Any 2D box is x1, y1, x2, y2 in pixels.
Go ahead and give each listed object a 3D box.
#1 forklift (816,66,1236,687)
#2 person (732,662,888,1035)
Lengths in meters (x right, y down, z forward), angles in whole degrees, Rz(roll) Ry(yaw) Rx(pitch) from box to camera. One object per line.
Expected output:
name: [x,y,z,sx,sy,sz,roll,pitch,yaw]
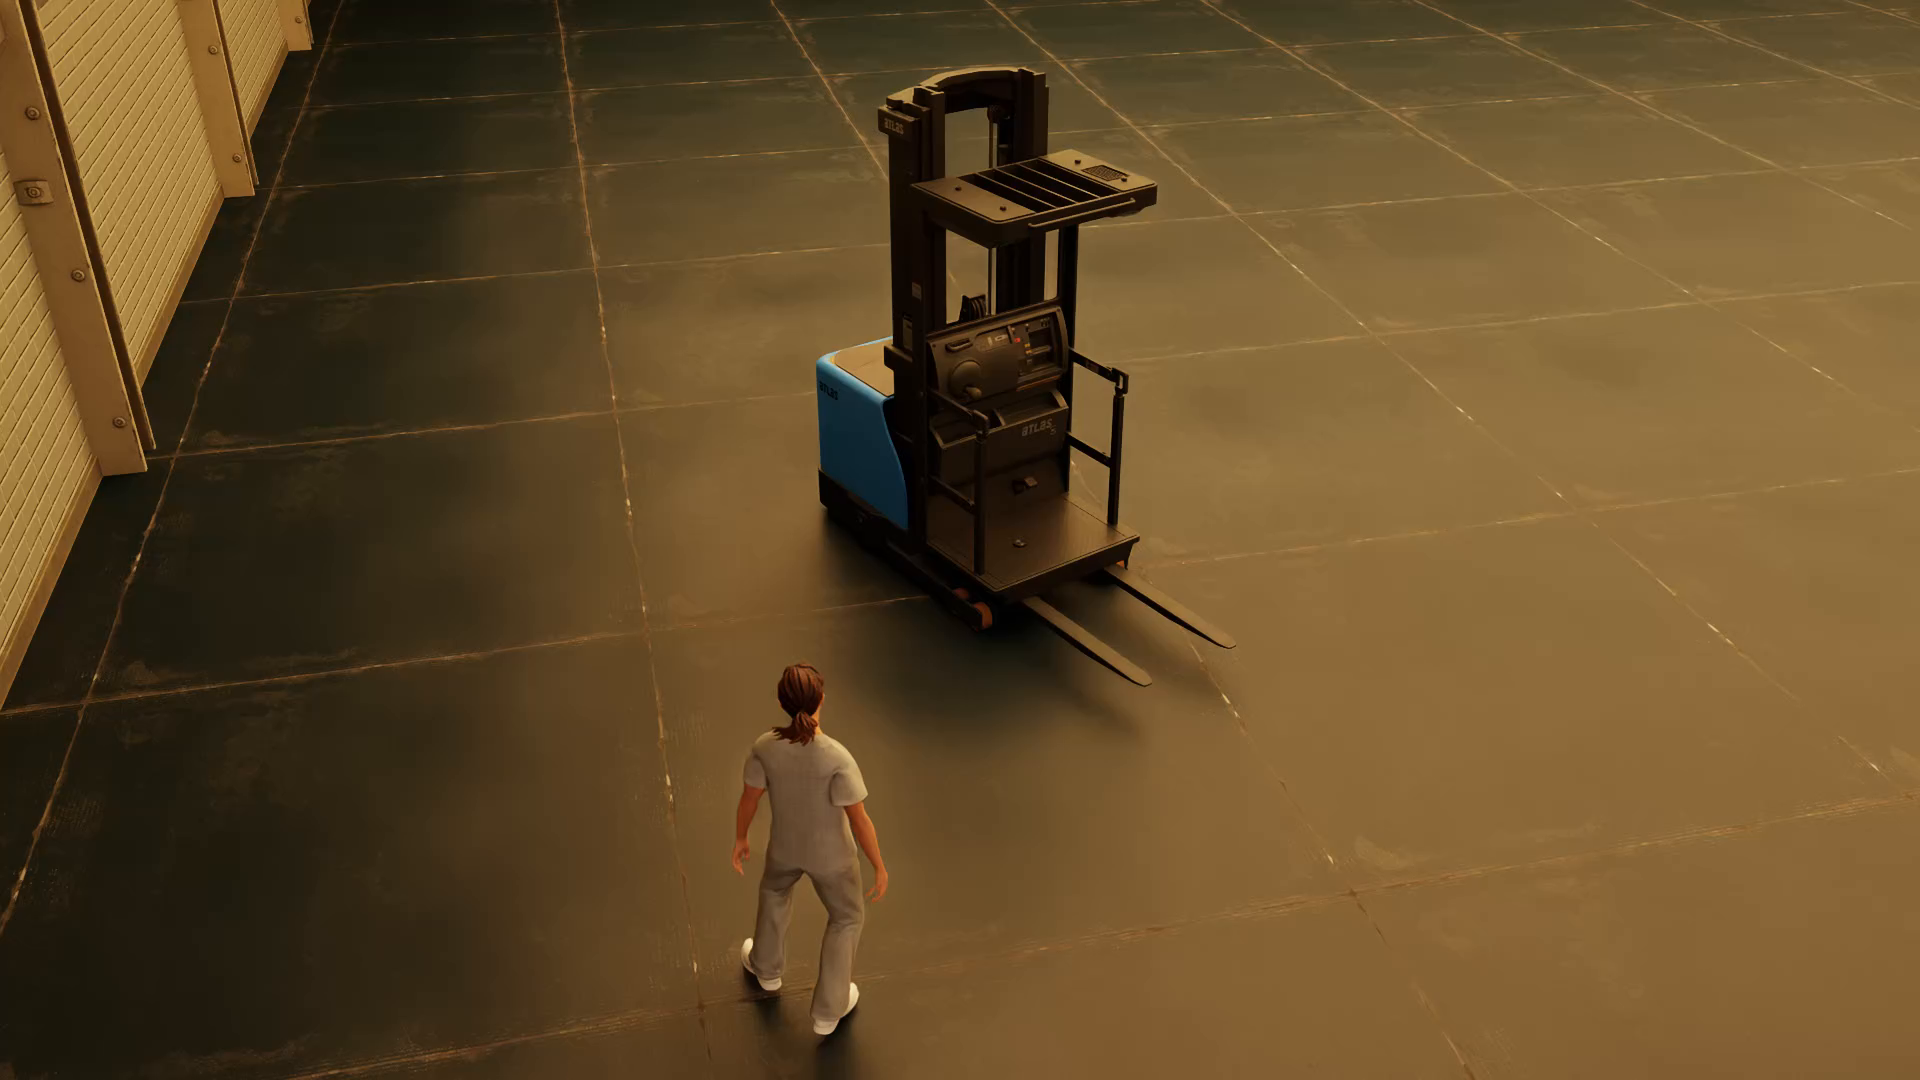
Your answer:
forklift: [0.355,-1.021,9.338,1.130,2.935,3.031,-20,35,-30]
person: [-0.635,1.239,6.664,0.788,1.638,0.392,11,32,18]
